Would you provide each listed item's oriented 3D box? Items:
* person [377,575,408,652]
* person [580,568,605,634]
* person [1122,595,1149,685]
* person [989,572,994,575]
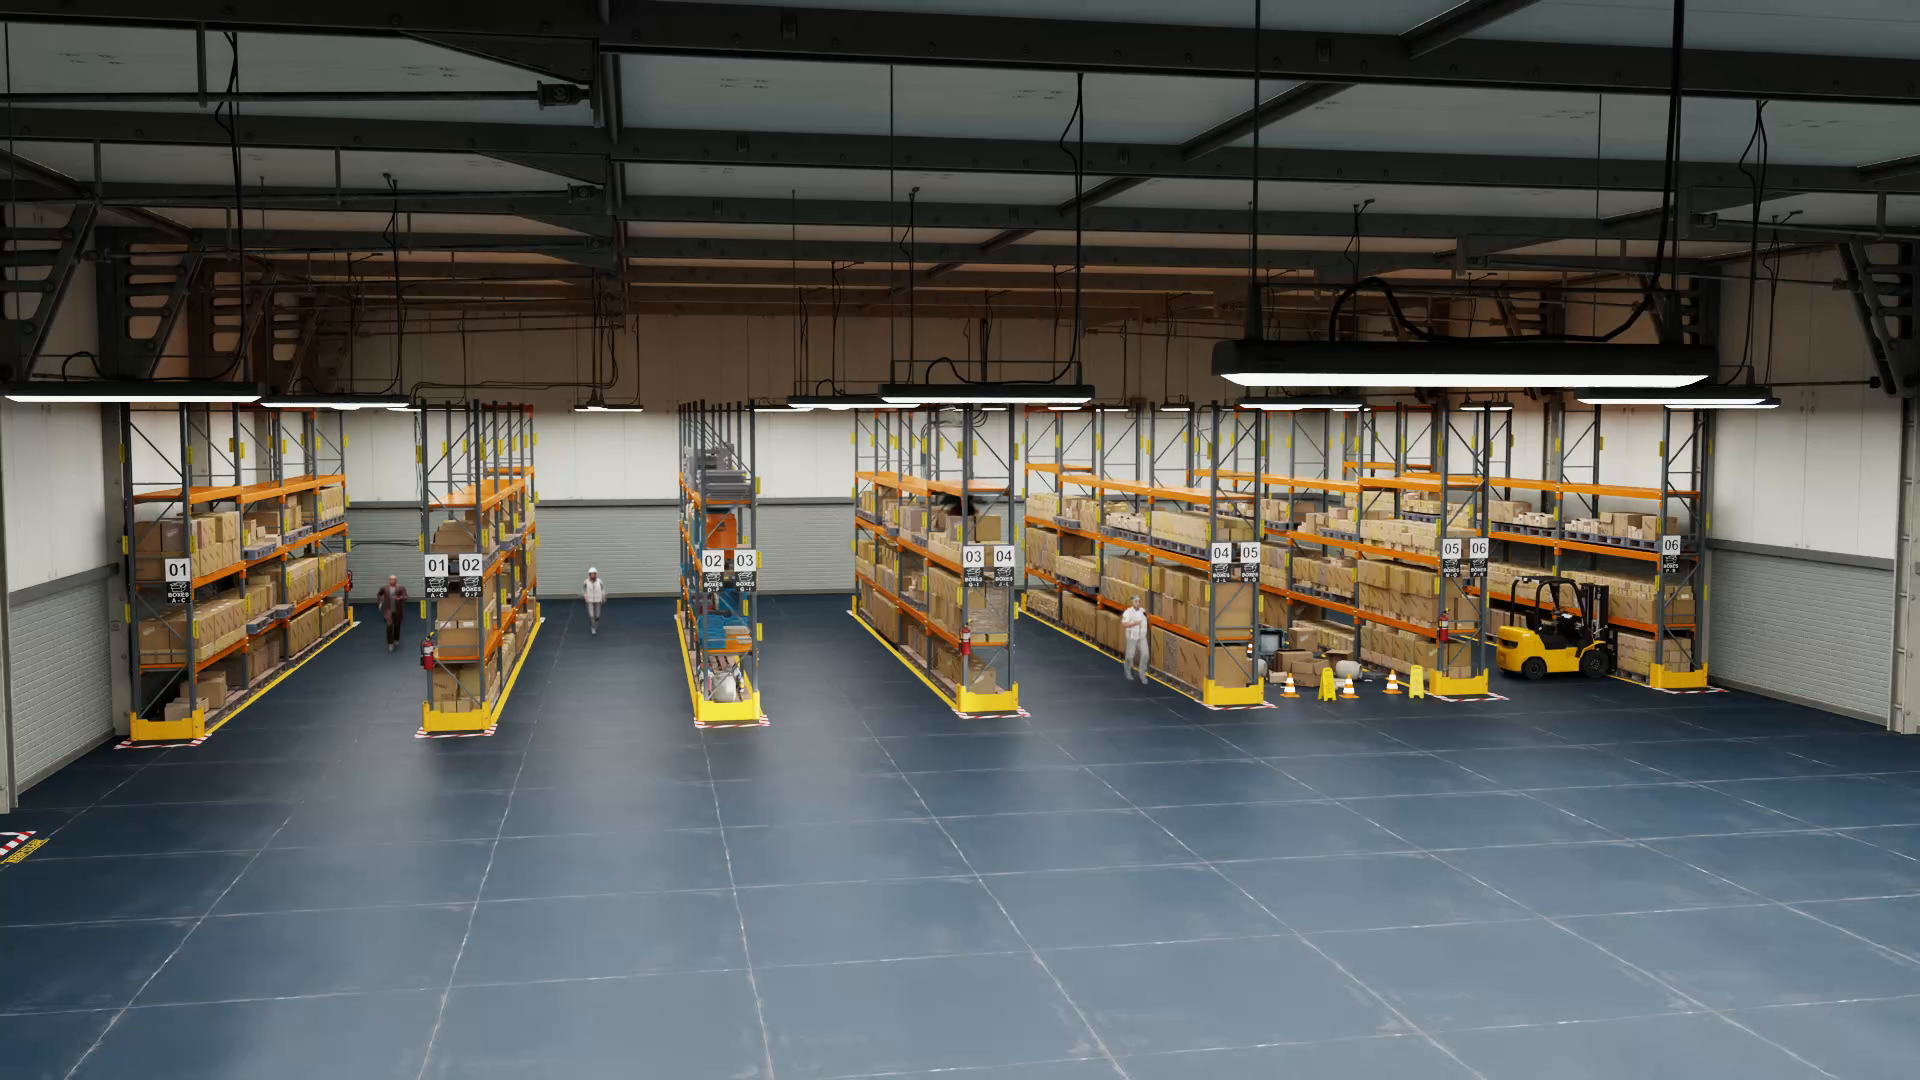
[{"bbox_3d":[-13.822,1.756,40.546,0.689,1.811,0.984,-2,5,-22],"label":"person"},{"bbox_3d":[-9.628,1.582,43.605,0.646,1.726,0.652,-2,5,-20],"label":"person"},{"bbox_3d":[3.633,2.032,34.310,0.642,1.821,0.761,-1,4,-15],"label":"person"},{"bbox_3d":[0.682,1.302,48.245,0.665,1.608,0.770,1,5,19],"label":"person"}]
